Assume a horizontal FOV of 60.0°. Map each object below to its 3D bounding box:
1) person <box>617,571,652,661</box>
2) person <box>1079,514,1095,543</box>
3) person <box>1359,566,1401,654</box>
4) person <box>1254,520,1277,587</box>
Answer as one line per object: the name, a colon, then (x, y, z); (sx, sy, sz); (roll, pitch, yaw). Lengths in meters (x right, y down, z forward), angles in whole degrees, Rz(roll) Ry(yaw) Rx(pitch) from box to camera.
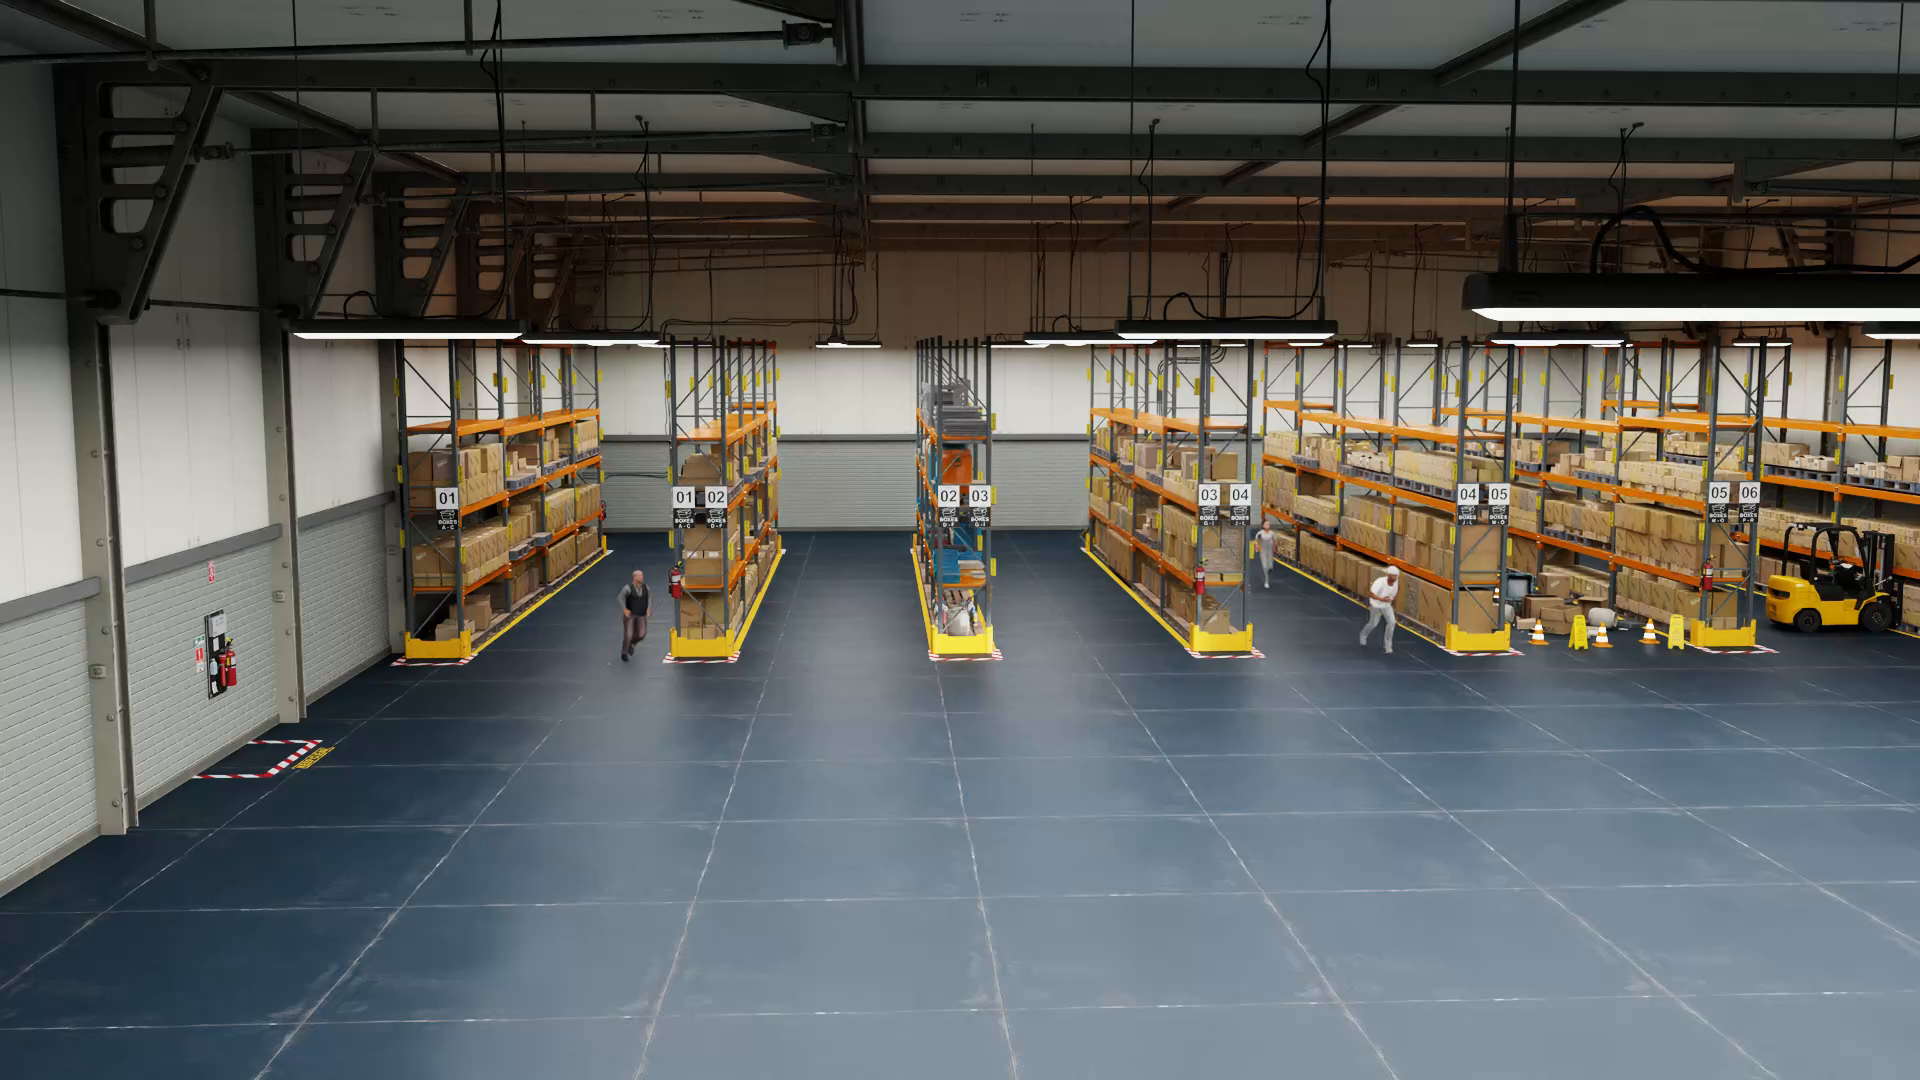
person: (-6.005, 1.403, 30.886); (0.711, 1.665, 0.517); (-4, 8, -31)
person: (4.048, -0.687, 49.008); (1.045, 1.732, 0.721); (3, 7, 28)
person: (8.037, 1.311, 31.818); (0.747, 1.717, 1.045); (-3, 7, -26)
person: (7.454, 0.319, 40.578); (0.565, 1.633, 0.599); (0, 6, -2)
